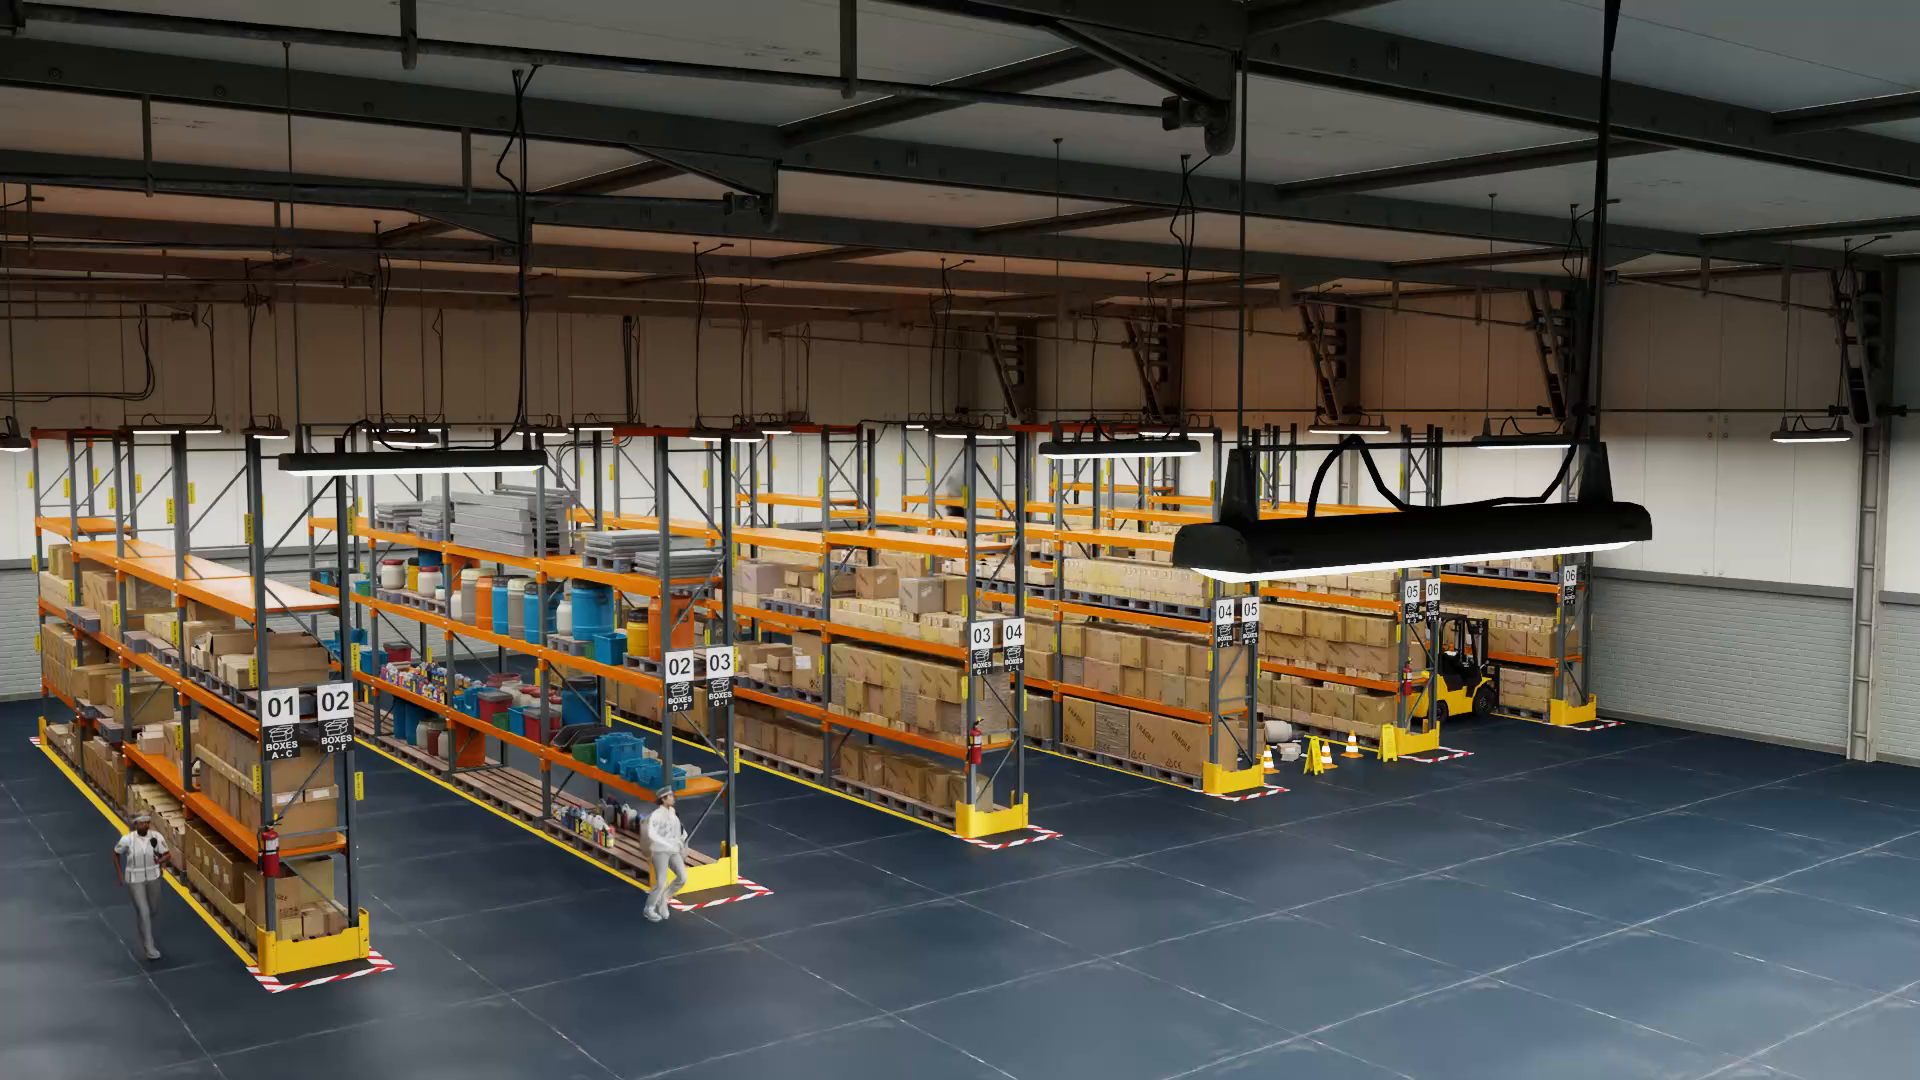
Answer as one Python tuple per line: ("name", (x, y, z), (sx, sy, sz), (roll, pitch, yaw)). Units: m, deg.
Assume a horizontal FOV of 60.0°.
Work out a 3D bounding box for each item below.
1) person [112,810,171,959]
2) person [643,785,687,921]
("person", (-9.493, 3.948, 19.339), (0.576, 1.678, 0.873), (-4, 6, -40))
("person", (-3.628, 3.878, 20.690), (0.540, 1.651, 0.688), (2, 5, 25))
